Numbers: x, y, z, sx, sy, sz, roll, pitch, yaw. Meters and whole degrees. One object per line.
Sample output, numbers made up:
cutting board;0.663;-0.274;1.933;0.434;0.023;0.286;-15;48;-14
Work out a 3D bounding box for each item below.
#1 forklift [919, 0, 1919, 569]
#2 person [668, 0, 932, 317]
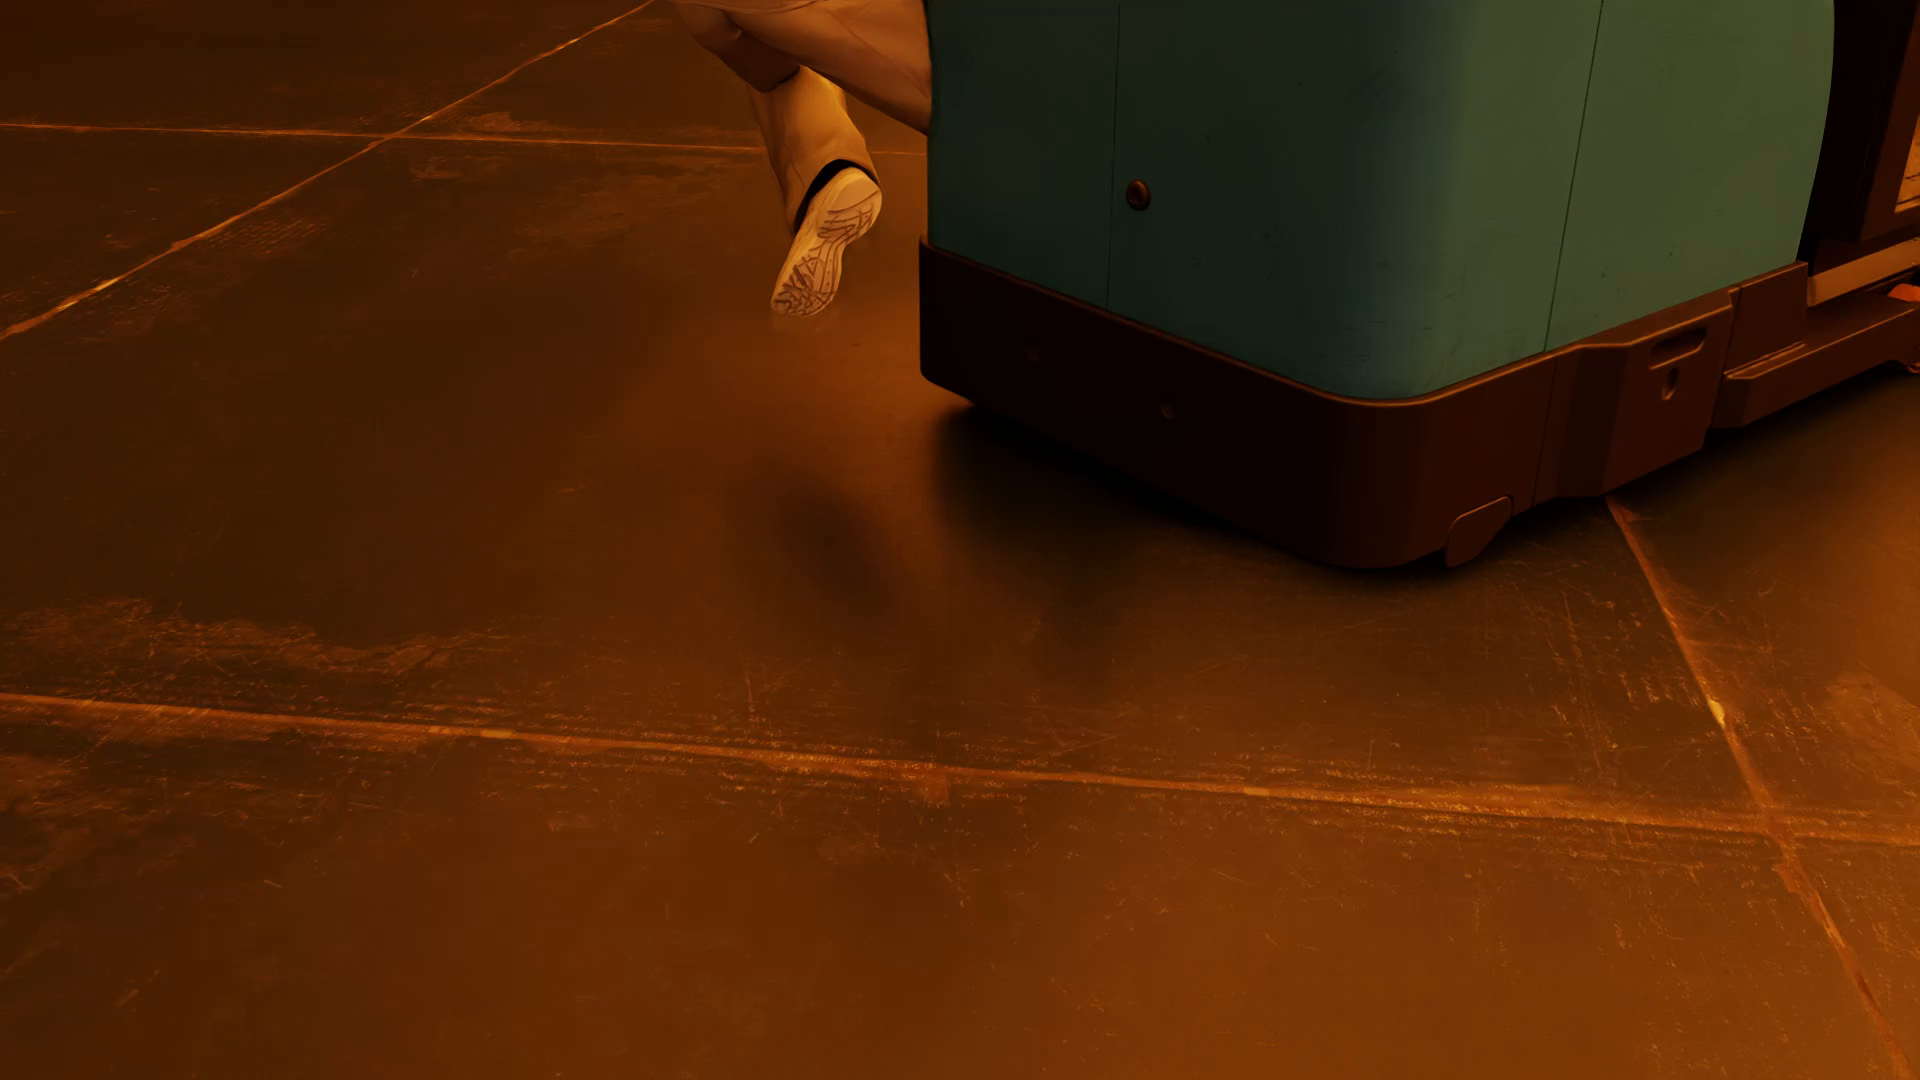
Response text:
forklift;1.402;-1.790;2.804;3.031;2.935;1.130;-19;32;-34
person;-0.149;-0.957;2.713;0.719;1.518;0.697;13;29;24
